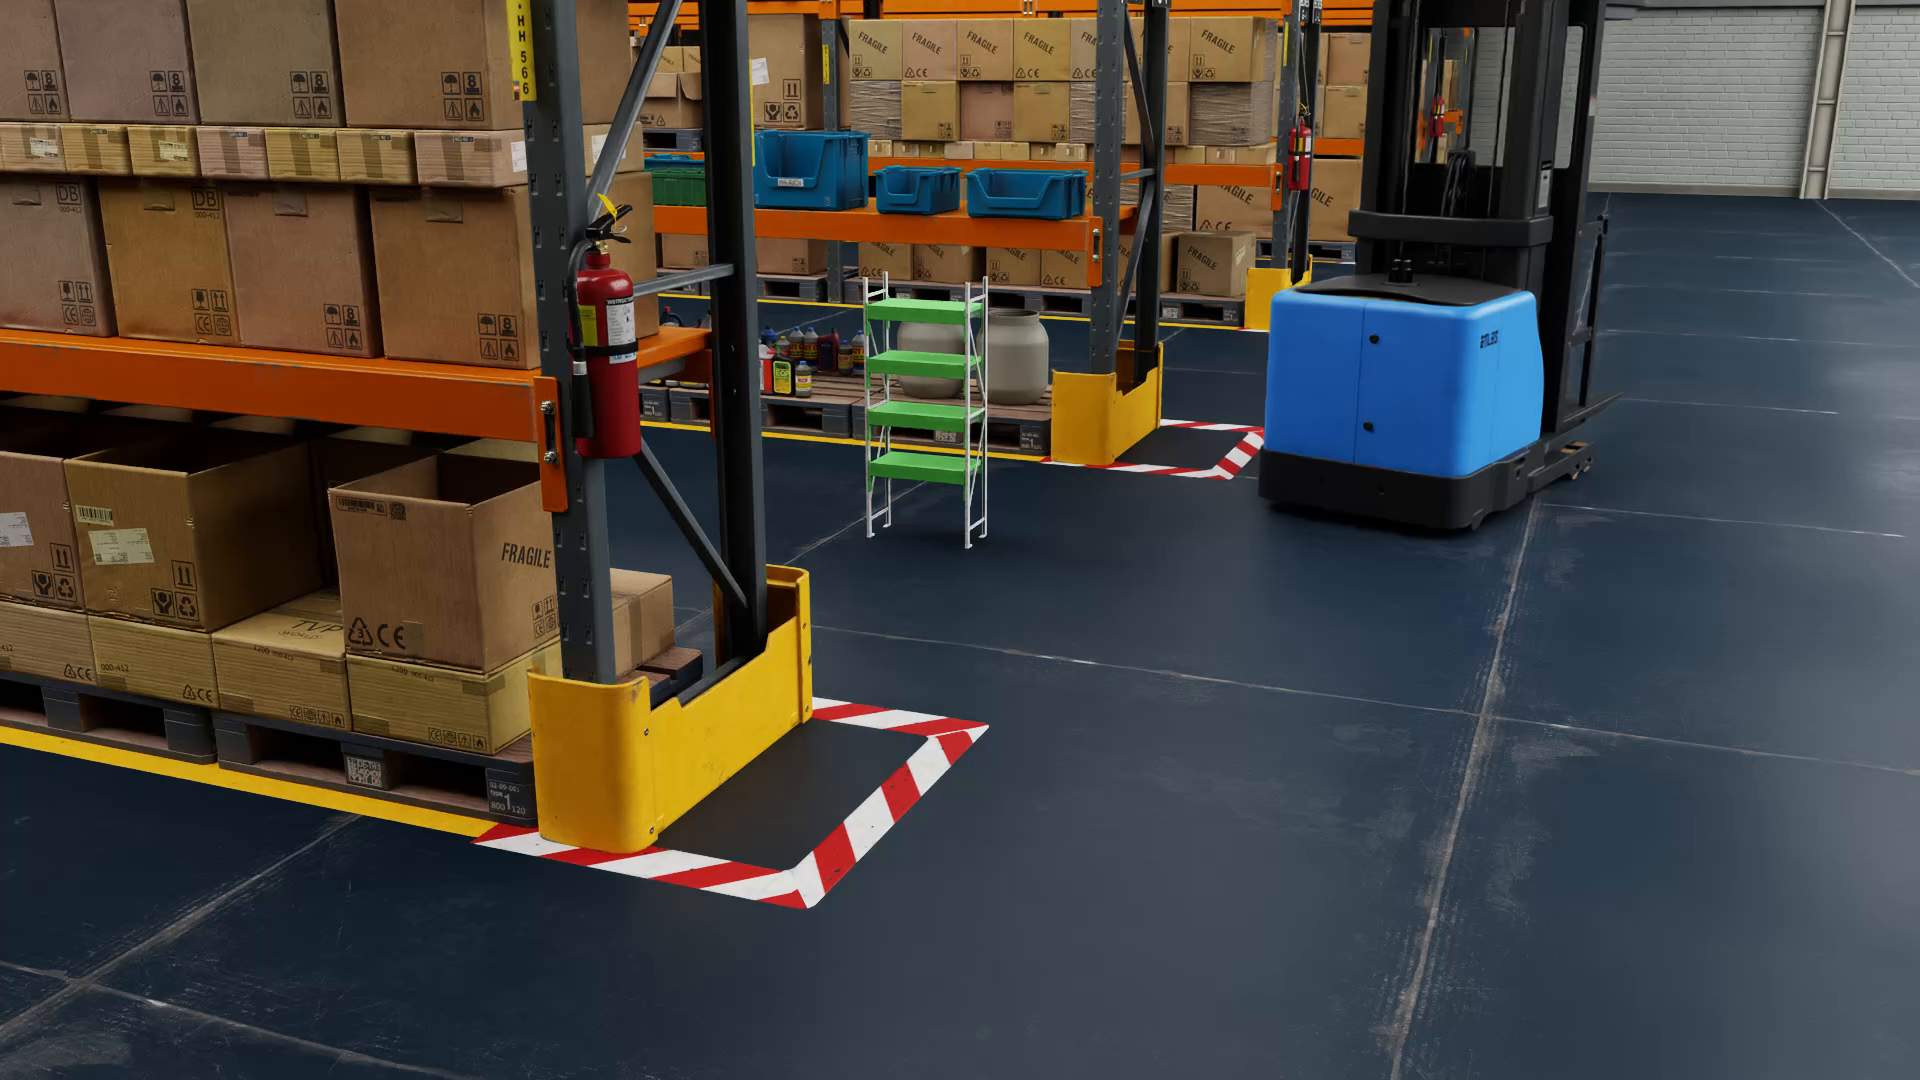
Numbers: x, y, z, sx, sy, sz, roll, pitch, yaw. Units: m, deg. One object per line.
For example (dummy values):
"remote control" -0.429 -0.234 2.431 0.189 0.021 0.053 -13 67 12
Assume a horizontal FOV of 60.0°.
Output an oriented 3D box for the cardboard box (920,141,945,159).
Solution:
"cardboard box" -0.163 -3.415 14.506 0.250 0.149 0.380 6 17 21

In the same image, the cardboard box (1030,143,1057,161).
"cardboard box" 0.780 -3.321 14.185 0.250 0.149 0.380 6 17 21

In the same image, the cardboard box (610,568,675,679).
"cardboard box" -1.294 0.279 5.513 0.500 0.250 0.500 6 17 21

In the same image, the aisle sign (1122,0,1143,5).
"aisle sign" 0.902 -3.176 8.571 0.004 0.787 0.394 6 17 21

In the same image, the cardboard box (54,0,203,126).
"cardboard box" -2.316 -1.559 5.157 0.500 0.500 0.700 6 17 21

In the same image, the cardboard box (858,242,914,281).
"cardboard box" -0.602 -2.656 15.172 0.500 0.500 0.500 6 17 19

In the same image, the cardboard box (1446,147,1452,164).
"cardboard box" 7.854 -6.378 27.544 0.500 0.250 0.500 7 17 22

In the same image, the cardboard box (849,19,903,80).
"cardboard box" -0.634 -4.265 14.478 0.500 0.500 0.500 6 17 21

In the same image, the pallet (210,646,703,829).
"pallet" -1.604 0.544 5.421 1.213 0.211 1.003 6 17 21

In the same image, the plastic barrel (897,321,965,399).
"plastic barrel" -0.162 -1.118 9.853 0.421 0.512 0.421 0 16 0

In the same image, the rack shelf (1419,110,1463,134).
"rack shelf" 6.355 -7.014 27.743 4.000 0.370 1.077 6 17 21

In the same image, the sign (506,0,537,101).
"sign" -1.089 -1.258 4.126 0.005 0.325 0.100 6 17 21

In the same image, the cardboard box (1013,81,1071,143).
"cardboard box" 0.841 -3.687 14.282 0.500 0.500 0.875 6 17 21

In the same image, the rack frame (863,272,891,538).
"rack frame" -0.381 -0.618 7.651 0.015 1.200 0.240 6 17 21

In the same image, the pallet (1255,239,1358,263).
"pallet" 3.903 -3.295 18.645 1.213 0.211 1.003 6 17 21

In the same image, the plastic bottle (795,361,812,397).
"plastic bottle" -0.925 -0.954 9.808 0.097 0.201 0.097 0 16 0

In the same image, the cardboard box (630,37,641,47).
"cardboard box" -5.169 -7.883 26.311 0.250 0.149 0.380 6 17 20

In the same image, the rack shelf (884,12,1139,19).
"rack shelf" 0.816 -7.576 24.298 4.000 0.370 1.077 6 17 21

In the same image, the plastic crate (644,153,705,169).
"plastic crate" -1.648 -2.307 10.507 0.616 0.251 0.499 6 17 21

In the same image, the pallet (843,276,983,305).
"pallet" -0.322 -2.307 15.242 1.213 0.211 1.003 6 17 21

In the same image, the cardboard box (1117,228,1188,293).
"cardboard box" 1.618 -2.418 14.354 0.500 0.500 0.500 12 20 35

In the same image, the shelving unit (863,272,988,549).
"shelving unit" -0.154 -0.593 7.565 0.503 1.200 0.258 6 17 21

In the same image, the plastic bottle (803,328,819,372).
"plastic bottle" -0.947 -1.214 10.581 0.097 0.271 0.097 0 16 0

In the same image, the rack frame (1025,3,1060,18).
"rack frame" 0.954 -4.982 19.454 0.127 3.000 1.000 6 17 21

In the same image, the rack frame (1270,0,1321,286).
"rack frame" 2.761 -3.297 13.649 0.127 3.000 1.000 6 17 21

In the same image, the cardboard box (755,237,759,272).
"cardboard box" -1.960 -2.839 15.766 0.500 0.500 0.700 6 17 20

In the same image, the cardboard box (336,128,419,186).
"cardboard box" -1.546 -1.103 4.751 0.250 0.149 0.380 7 18 22

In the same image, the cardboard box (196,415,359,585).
"cardboard box" -2.230 -0.180 5.747 0.500 0.500 0.500 6 17 21

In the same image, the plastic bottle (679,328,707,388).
"plastic bottle" -1.607 -1.107 10.070 0.185 0.351 0.144 6 17 20

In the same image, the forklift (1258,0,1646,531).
"forklift" 2.761 -1.799 8.615 1.130 2.935 3.031 12 20 36

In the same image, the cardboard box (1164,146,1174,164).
"cardboard box" 1.710 -3.219 13.833 0.250 0.149 0.380 6 17 21

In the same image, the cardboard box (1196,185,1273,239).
"cardboard box" 3.201 -3.896 18.770 0.875 0.875 0.875 6 17 20

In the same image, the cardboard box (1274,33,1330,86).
"cardboard box" 3.799 -5.244 18.150 0.550 0.550 0.875 6 17 21

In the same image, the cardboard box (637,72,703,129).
"cardboard box" -2.606 -4.110 15.514 0.637 0.503 0.797 8 18 26

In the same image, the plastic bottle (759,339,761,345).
"plastic bottle" -1.323 -1.222 10.734 0.097 0.201 0.097 0 16 0

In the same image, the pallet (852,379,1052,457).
"pallet" 0.102 -0.753 9.889 1.213 0.211 1.003 6 17 21

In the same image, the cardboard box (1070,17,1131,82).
"cardboard box" 1.228 -4.061 13.777 0.500 0.500 0.500 6 17 21

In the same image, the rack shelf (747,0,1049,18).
"rack shelf" -0.906 -6.281 19.841 4.000 0.370 1.077 6 17 21

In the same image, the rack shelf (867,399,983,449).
"rack shelf" -0.154 -0.532 7.583 0.480 0.148 0.258 6 17 21

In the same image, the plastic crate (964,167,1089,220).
"plastic crate" 0.369 -1.914 9.154 0.616 0.251 0.499 6 17 21

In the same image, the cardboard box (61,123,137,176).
"cardboard box" -2.507 -1.209 5.115 0.250 0.149 0.380 7 18 22

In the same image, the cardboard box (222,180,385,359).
"cardboard box" -1.797 -0.879 5.143 0.500 0.500 0.700 7 18 22

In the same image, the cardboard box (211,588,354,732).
"cardboard box" -1.954 0.365 5.216 0.500 0.250 0.500 6 17 21

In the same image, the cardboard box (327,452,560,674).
"cardboard box" -1.485 0.053 4.944 0.500 0.500 0.500 6 17 21

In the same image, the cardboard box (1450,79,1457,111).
"cardboard box" 7.856 -7.325 27.347 0.500 0.500 0.500 7 18 22

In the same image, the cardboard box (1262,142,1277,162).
"cardboard box" 2.584 -3.267 13.997 0.250 0.149 0.380 6 17 21

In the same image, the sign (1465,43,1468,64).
"sign" 8.003 -7.685 26.264 0.005 0.325 0.100 6 17 21

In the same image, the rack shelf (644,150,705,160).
"rack shelf" -2.820 -3.565 15.863 4.000 0.370 1.077 6 17 21

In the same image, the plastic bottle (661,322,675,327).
"plastic bottle" -1.924 -1.273 10.774 0.135 0.276 0.152 6 17 21

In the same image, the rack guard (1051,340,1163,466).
"rack guard" 0.856 -0.807 9.557 0.348 0.500 1.175 6 17 21

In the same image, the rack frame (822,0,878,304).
"rack frame" -0.960 -3.706 15.058 0.127 3.000 1.000 6 17 21

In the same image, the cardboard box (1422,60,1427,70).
"cardboard box" 7.564 -7.656 26.789 0.250 0.149 0.380 6 17 21
